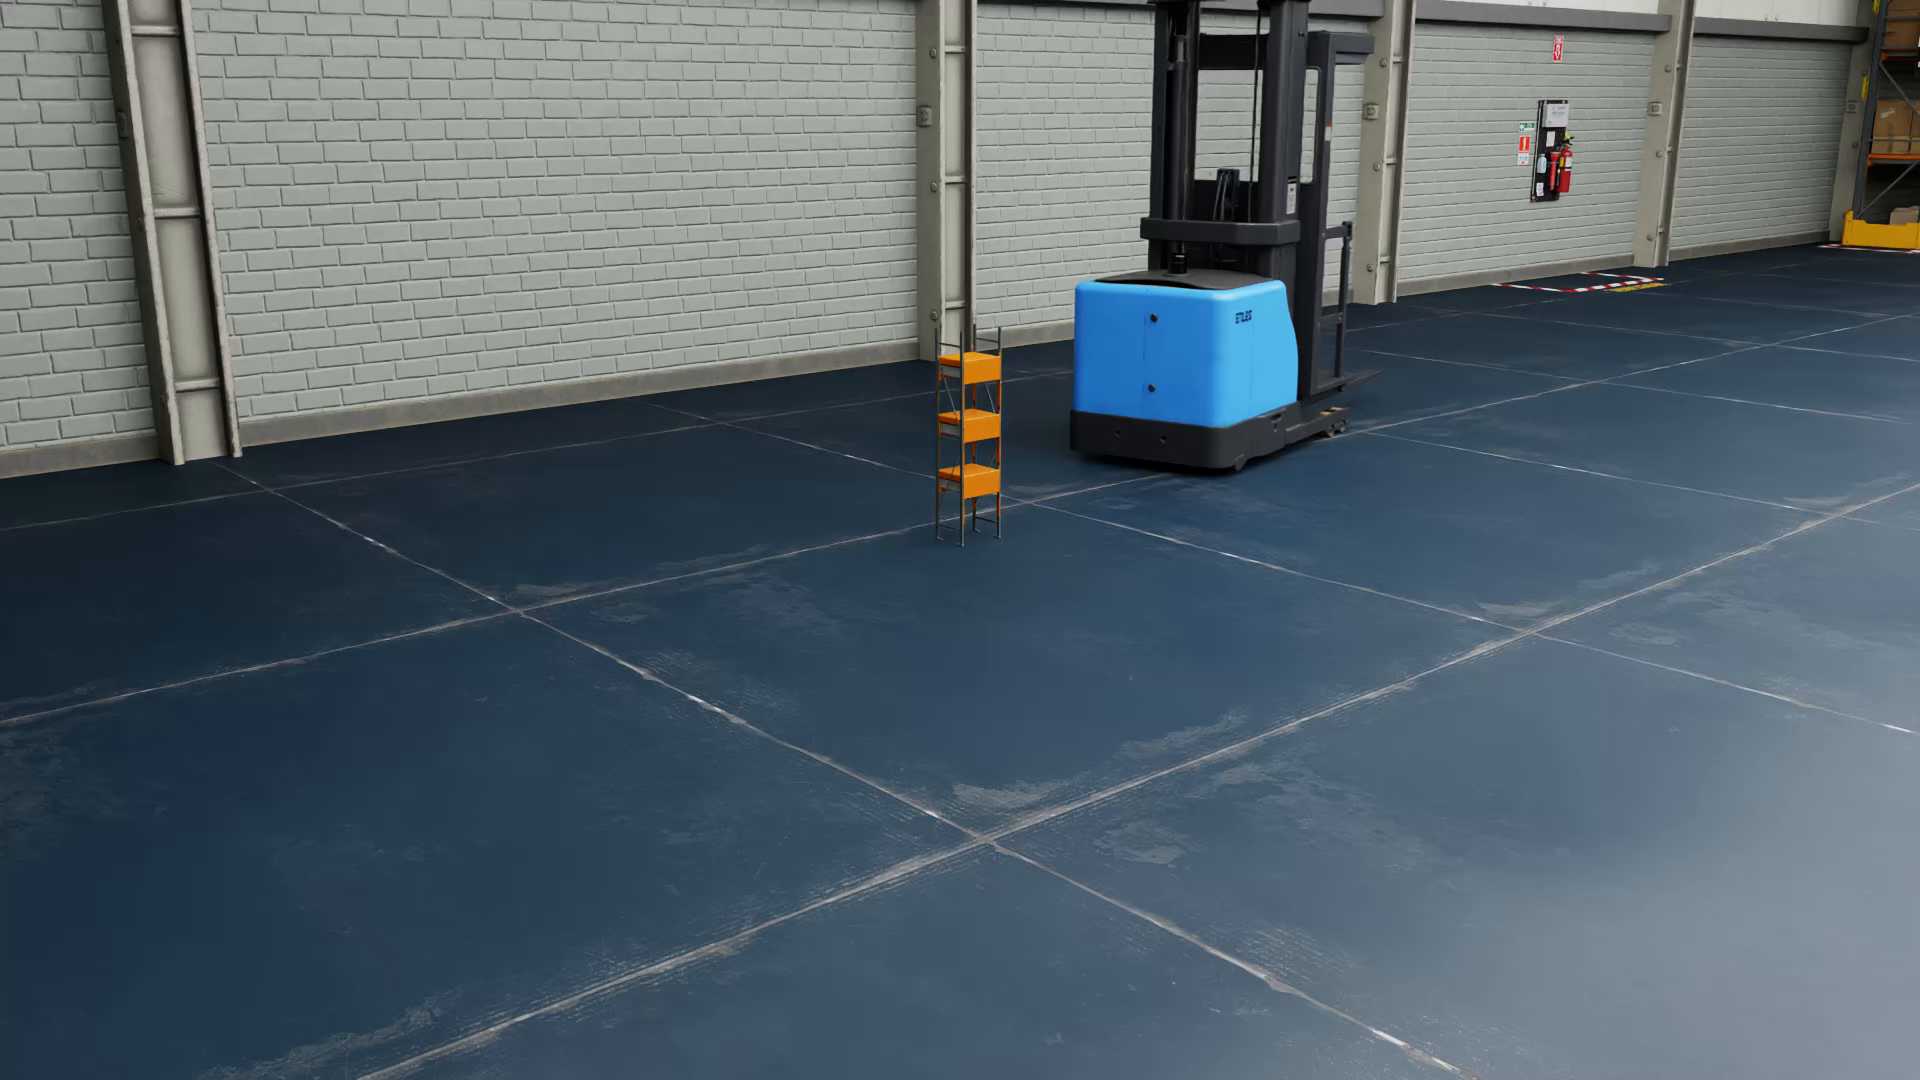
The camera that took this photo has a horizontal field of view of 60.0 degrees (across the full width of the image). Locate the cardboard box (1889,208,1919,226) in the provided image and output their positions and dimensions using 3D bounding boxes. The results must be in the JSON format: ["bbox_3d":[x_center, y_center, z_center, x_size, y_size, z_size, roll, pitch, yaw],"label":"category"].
[{"bbox_3d":[14.089,-4.750,24.579,0.500,0.311,0.500,13,20,41],"label":"cardboard box"}]

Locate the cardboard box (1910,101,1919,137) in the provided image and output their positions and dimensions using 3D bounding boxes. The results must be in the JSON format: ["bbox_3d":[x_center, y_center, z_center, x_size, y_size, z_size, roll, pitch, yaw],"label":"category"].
[{"bbox_3d":[14.066,-6.059,23.919,0.500,0.500,0.500,-13,19,-39],"label":"cardboard box"}]

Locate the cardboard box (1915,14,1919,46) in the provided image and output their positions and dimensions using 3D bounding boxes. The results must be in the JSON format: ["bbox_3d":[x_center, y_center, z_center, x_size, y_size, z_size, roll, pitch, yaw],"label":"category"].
[{"bbox_3d":[13.925,-7.252,23.543,0.500,0.500,0.500,-12,19,-38],"label":"cardboard box"}]

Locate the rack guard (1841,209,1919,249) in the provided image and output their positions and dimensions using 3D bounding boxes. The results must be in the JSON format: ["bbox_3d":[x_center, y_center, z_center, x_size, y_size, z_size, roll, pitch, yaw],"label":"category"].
[{"bbox_3d":[13.566,-4.542,24.286,0.348,0.500,1.175,-13,19,-39],"label":"rack guard"}]

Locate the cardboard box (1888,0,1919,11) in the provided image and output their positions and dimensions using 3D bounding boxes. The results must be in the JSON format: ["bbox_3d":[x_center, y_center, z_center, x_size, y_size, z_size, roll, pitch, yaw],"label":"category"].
[{"bbox_3d":[13.662,-7.851,23.848,0.500,0.500,0.500,-12,19,-37],"label":"cardboard box"}]

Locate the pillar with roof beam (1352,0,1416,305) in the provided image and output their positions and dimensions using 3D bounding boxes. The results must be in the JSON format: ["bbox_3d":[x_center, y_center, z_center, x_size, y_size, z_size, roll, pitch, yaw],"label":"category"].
[{"bbox_3d":[7.242,-6.052,13.468,0.400,9.000,9.100,-13,19,-39],"label":"pillar with roof beam"}]

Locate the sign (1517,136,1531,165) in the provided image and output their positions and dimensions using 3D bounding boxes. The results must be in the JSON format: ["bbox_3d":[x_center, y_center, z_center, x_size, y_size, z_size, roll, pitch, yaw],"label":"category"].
[{"bbox_3d":[6.568,-4.540,19.365,0.234,0.329,0.001,-13,19,-39],"label":"sign"}]

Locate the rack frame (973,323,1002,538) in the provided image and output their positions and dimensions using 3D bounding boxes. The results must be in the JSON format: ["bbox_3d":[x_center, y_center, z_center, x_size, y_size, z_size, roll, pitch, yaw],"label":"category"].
[{"bbox_3d":[0.132,-0.537,8.226,0.008,1.050,0.200,-13,19,-39],"label":"rack frame"}]

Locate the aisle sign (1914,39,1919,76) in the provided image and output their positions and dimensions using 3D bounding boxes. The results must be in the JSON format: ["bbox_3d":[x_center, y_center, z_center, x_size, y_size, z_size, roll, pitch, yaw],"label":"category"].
[{"bbox_3d":[13.651,-6.922,23.316,0.004,0.787,0.394,-13,19,-39],"label":"aisle sign"}]

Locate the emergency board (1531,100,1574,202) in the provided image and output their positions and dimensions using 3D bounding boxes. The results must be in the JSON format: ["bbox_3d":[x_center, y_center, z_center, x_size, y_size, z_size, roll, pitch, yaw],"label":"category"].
[{"bbox_3d":[7.053,-4.596,19.645,0.643,1.169,0.194,-13,19,-39],"label":"emergency board"}]

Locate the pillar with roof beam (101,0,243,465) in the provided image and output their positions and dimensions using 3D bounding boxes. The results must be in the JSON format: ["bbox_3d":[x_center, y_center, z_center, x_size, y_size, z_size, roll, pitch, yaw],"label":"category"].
[{"bbox_3d":[-1.811,-4.019,5.857,0.400,9.000,9.100,-13,19,-39],"label":"pillar with roof beam"}]

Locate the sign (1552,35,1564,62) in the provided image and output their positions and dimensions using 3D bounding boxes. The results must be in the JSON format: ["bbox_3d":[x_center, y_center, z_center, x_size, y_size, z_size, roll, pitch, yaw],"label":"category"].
[{"bbox_3d":[6.982,-5.734,19.414,0.199,0.298,0.001,-13,19,-39],"label":"sign"}]

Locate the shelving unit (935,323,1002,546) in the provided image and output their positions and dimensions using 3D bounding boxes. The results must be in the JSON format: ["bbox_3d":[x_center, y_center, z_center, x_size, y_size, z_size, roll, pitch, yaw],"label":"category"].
[{"bbox_3d":[0.040,-0.516,8.148,0.252,1.050,0.215,-13,19,-39],"label":"shelving unit"}]

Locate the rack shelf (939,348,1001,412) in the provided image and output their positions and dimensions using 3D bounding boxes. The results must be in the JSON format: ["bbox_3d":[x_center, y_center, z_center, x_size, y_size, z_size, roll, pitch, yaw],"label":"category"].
[{"bbox_3d":[0.040,-0.780,8.078,0.240,0.259,0.215,-13,19,-39],"label":"rack shelf"}]

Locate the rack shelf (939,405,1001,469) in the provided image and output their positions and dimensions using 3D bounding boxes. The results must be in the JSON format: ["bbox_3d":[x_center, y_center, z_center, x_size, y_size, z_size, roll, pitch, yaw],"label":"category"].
[{"bbox_3d":[0.040,-0.506,8.151,0.240,0.259,0.215,-13,19,-39],"label":"rack shelf"}]

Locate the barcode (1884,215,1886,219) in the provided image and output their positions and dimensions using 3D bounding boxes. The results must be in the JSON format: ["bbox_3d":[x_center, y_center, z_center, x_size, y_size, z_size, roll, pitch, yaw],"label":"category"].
[{"bbox_3d":[13.840,-4.836,24.881,0.075,0.075,0.001,-13,19,-39],"label":"barcode"}]

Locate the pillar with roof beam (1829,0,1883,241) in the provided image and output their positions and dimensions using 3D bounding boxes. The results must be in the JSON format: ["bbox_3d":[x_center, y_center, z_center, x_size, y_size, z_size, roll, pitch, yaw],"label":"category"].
[{"bbox_3d":[16.295,-8.084,21.078,0.400,9.000,9.100,-13,19,-39],"label":"pillar with roof beam"}]

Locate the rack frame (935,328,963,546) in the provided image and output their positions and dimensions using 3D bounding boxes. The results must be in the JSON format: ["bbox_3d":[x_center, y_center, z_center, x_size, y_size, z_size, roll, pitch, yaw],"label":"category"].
[{"bbox_3d":[-0.052,-0.496,8.071,0.008,1.050,0.200,-13,19,-39],"label":"rack frame"}]

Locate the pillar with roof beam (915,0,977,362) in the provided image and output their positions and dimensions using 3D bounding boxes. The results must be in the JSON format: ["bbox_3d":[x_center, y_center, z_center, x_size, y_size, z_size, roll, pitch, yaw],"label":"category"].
[{"bbox_3d":[2.716,-5.035,9.663,0.400,9.000,9.100,-13,19,-39],"label":"pillar with roof beam"}]

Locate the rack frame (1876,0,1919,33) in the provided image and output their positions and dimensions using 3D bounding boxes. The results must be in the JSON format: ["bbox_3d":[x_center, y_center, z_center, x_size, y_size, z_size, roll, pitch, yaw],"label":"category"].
[{"bbox_3d":[13.508,-8.635,23.141,0.127,3.000,1.000,-13,19,-39],"label":"rack frame"}]

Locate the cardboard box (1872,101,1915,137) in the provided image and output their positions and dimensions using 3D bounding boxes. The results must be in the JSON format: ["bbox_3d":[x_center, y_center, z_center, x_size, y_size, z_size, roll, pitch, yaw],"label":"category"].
[{"bbox_3d":[13.724,-6.158,24.289,0.500,0.500,0.500,-13,20,-40],"label":"cardboard box"}]

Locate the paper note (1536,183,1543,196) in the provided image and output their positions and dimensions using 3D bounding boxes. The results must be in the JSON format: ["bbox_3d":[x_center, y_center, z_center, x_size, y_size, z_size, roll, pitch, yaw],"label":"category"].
[{"bbox_3d":[6.874,-4.154,19.697,0.142,0.148,0.016,-13,19,-39],"label":"paper note"}]

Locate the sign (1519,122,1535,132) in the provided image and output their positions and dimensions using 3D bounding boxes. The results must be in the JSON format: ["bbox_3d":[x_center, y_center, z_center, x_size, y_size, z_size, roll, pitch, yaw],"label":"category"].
[{"bbox_3d":[6.578,-4.795,19.293,0.331,0.109,0.001,-13,19,-39],"label":"sign"}]

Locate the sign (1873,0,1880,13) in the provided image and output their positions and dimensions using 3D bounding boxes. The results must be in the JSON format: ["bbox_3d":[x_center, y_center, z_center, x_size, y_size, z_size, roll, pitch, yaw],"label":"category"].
[{"bbox_3d":[13.159,-7.725,23.831,0.005,0.325,0.100,-13,19,-39],"label":"sign"}]

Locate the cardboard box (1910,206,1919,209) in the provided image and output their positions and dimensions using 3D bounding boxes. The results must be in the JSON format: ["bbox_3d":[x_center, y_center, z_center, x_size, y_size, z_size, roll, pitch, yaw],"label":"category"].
[{"bbox_3d":[14.519,-4.847,24.941,0.500,0.311,0.500,-11,18,-35],"label":"cardboard box"}]

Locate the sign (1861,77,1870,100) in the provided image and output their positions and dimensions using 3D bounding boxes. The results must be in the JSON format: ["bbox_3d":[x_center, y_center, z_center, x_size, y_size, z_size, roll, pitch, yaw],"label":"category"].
[{"bbox_3d":[13.159,-6.561,24.143,0.005,0.325,0.100,-13,19,-39],"label":"sign"}]

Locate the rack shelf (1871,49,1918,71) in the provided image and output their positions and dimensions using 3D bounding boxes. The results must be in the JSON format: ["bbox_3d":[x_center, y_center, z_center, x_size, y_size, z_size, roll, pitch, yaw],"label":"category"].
[{"bbox_3d":[15.017,-7.178,24.890,4.000,0.370,1.077,-13,19,-39],"label":"rack shelf"}]

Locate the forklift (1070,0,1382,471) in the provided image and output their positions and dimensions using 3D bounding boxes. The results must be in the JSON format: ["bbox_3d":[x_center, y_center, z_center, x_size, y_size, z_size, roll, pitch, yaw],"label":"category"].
[{"bbox_3d":[1.905,-2.142,10.589,1.130,2.935,3.031,10,18,33],"label":"forklift"}]

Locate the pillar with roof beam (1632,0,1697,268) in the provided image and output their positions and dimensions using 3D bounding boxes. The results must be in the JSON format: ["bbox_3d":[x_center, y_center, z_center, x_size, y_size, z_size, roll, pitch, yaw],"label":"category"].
[{"bbox_3d":[11.768,-7.068,17.273,0.400,9.000,9.100,-13,19,-39],"label":"pillar with roof beam"}]

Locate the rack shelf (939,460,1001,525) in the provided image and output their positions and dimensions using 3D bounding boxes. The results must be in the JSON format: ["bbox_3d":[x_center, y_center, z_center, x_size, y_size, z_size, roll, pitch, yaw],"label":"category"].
[{"bbox_3d":[0.040,-0.238,8.223,0.240,0.259,0.215,-13,19,-39],"label":"rack shelf"}]

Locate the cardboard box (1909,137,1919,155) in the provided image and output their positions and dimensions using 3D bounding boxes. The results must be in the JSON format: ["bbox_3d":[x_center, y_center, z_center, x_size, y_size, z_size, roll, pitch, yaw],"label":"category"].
[{"bbox_3d":[14.085,-5.695,24.010,0.500,0.250,0.500,-13,20,-41],"label":"cardboard box"}]

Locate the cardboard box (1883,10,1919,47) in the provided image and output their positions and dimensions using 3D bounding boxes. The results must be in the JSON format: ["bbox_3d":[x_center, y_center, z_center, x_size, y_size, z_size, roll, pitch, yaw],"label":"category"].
[{"bbox_3d":[13.657,-7.364,23.962,0.500,0.500,0.500,-11,18,-35],"label":"cardboard box"}]

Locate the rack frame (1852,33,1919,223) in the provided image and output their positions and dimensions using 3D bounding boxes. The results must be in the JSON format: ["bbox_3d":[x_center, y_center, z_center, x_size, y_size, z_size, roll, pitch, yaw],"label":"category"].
[{"bbox_3d":[13.508,-5.737,23.916,0.127,3.000,1.000,-13,19,-39],"label":"rack frame"}]

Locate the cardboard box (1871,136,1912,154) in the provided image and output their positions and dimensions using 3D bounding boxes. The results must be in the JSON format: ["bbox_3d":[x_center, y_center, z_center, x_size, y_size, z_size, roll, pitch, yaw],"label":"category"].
[{"bbox_3d":[13.734,-5.791,24.370,0.500,0.250,0.500,-12,19,-39],"label":"cardboard box"}]

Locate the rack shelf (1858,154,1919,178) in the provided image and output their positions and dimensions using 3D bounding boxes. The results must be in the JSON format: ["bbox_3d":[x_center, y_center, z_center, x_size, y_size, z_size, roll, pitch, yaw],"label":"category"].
[{"bbox_3d":[15.017,-5.728,25.277,4.000,0.370,1.077,-13,19,-39],"label":"rack shelf"}]
